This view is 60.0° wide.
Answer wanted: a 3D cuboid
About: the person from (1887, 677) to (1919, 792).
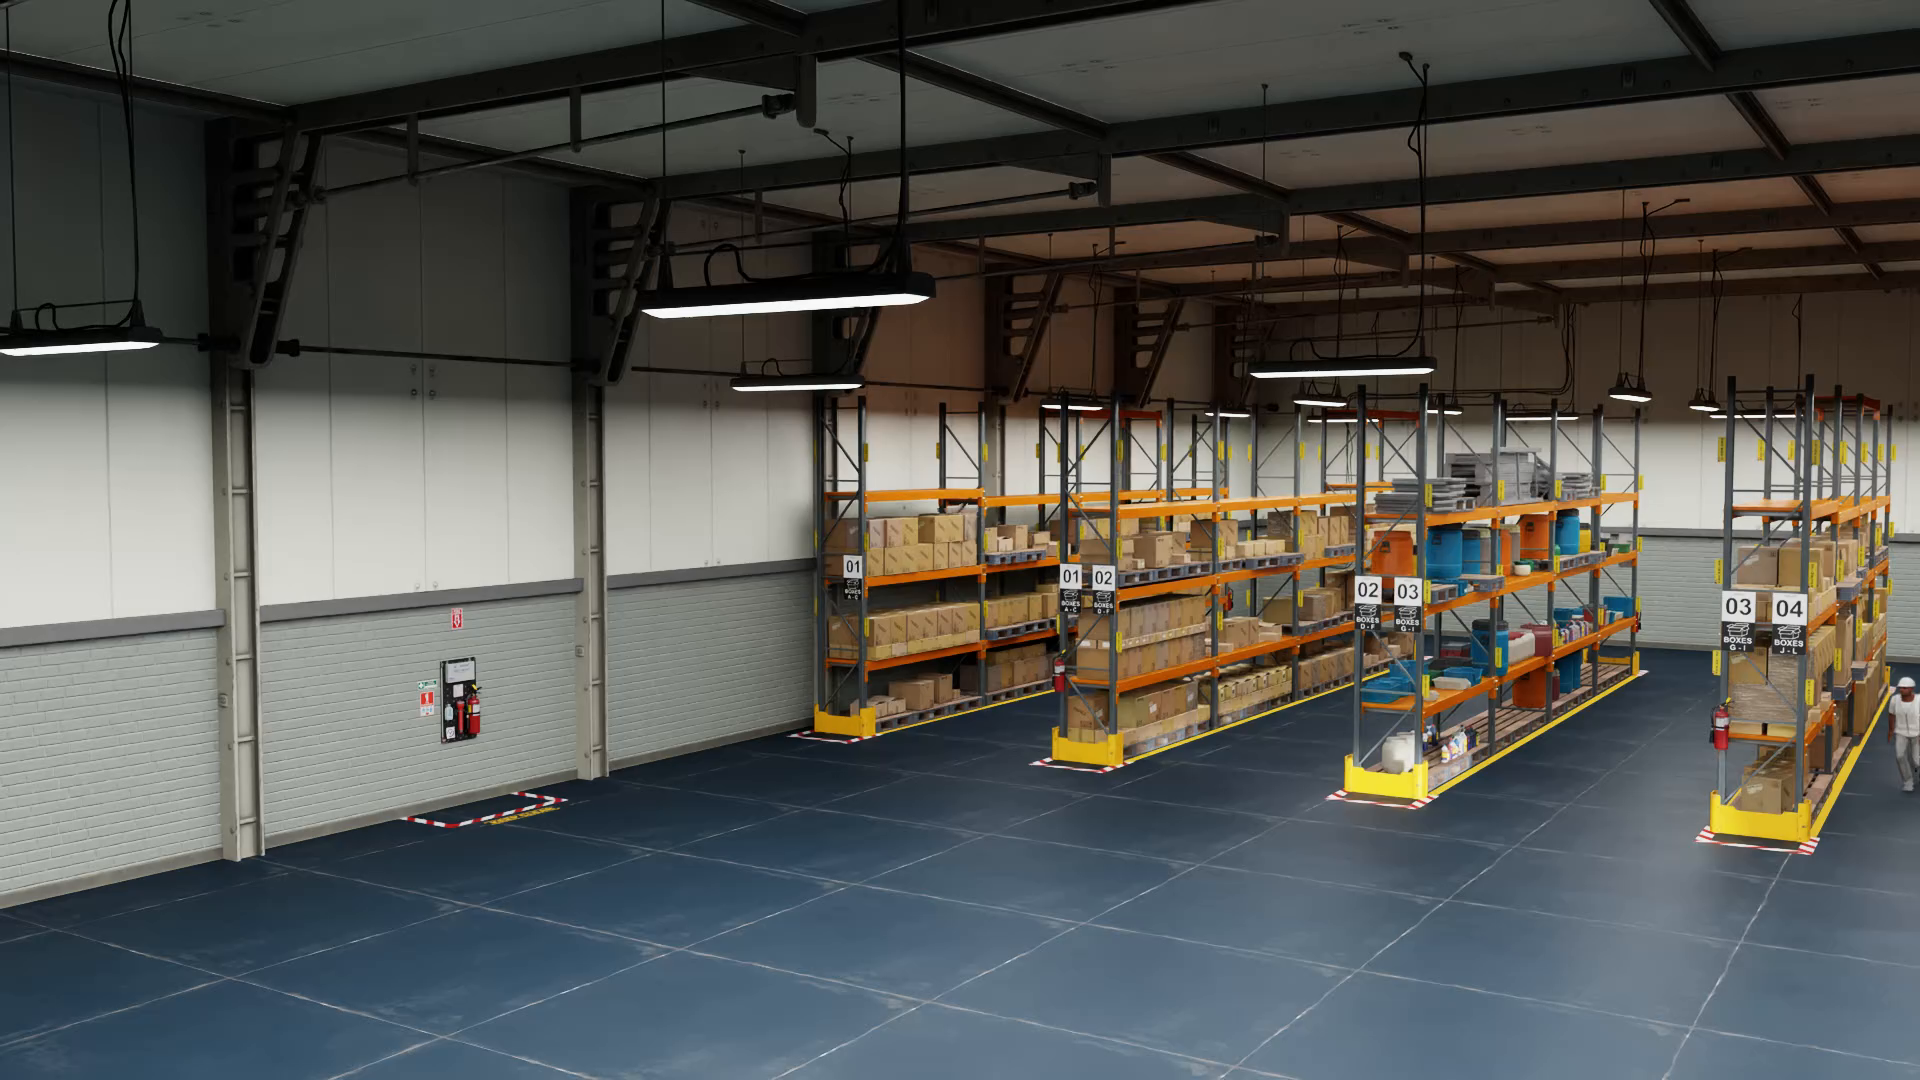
[{"bbox_3d":[14.144,2.868,24.766,0.616,1.676,0.764,3,4,43],"label":"person"}]
